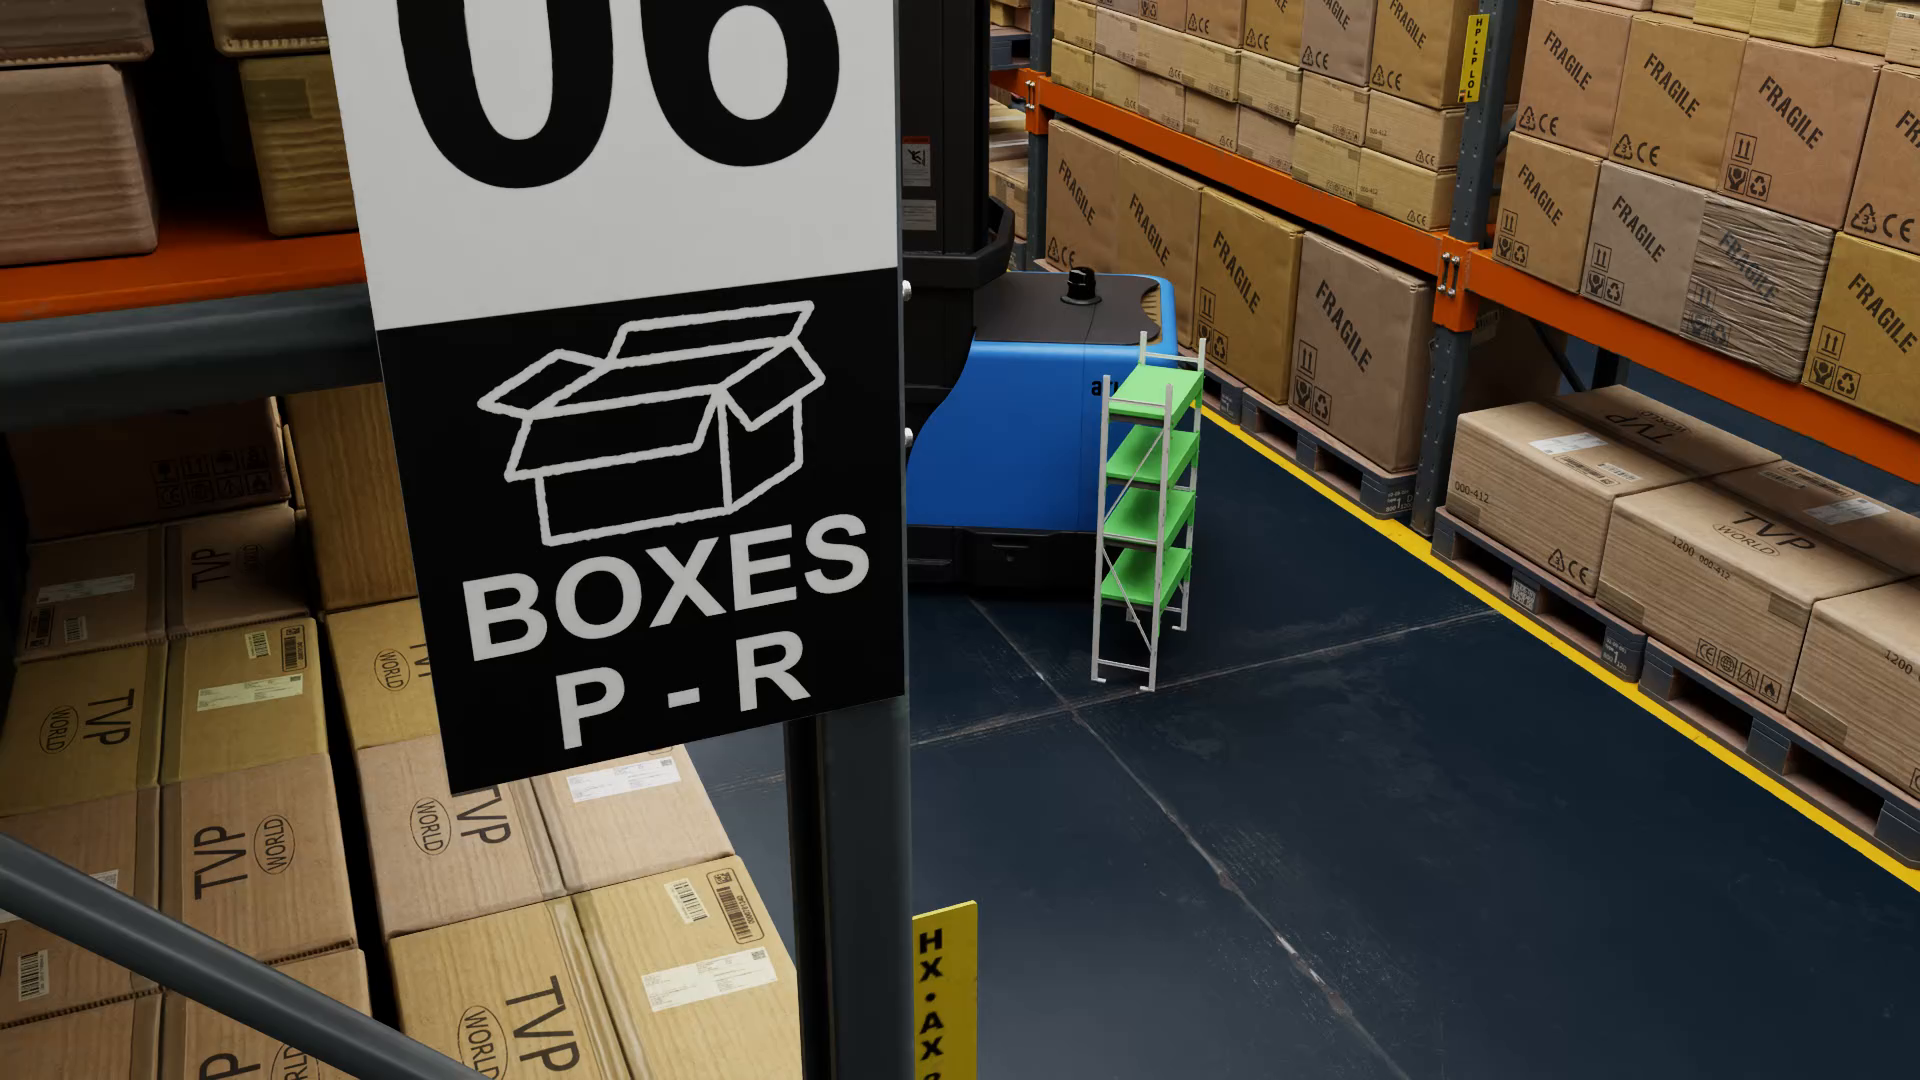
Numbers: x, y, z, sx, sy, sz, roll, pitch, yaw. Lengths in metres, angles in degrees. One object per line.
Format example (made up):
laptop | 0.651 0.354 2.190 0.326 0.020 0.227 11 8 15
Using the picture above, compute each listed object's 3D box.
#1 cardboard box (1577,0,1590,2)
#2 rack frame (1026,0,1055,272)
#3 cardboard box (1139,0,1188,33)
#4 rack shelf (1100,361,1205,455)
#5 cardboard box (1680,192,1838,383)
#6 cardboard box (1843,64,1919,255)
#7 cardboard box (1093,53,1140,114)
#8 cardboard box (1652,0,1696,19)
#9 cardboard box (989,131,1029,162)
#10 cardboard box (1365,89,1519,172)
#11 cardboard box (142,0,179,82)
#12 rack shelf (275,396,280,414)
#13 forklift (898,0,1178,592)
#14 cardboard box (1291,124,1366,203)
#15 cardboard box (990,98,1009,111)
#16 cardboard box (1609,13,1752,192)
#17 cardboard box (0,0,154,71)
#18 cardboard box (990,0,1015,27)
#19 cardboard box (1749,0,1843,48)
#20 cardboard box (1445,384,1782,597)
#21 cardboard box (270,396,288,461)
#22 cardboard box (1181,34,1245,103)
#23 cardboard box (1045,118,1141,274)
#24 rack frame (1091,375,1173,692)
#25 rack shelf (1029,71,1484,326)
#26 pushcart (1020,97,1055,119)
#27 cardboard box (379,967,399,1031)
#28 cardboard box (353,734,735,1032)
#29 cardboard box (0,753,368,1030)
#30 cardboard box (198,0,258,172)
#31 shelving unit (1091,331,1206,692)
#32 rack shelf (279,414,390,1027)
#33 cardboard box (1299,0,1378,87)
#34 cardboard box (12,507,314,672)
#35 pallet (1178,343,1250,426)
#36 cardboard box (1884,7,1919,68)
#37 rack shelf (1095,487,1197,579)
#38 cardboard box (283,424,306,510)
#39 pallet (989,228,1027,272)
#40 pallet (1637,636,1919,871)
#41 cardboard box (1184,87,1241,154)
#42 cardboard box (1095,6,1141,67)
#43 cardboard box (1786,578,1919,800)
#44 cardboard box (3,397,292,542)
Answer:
cardboard box | 2.356 -2.074 6.086 0.380 0.149 0.250 -11 28 -21
rack frame | 0.905 -3.075 10.130 1.000 3.000 0.127 -11 28 -21
cardboard box | 1.264 -2.918 8.555 0.500 0.500 0.500 -10 28 -19
rack shelf | 0.688 -0.476 5.910 0.258 0.148 0.480 9 28 18
cardboard box | 2.796 -0.865 5.489 0.500 0.500 0.500 -10 28 -20
cardboard box | 3.012 -1.103 4.837 0.500 0.500 0.500 -11 28 -21
cardboard box | 1.082 -2.563 9.251 0.500 0.250 0.500 -11 28 -22
cardboard box | 2.610 -1.877 5.683 0.380 0.149 0.250 -11 28 -21
cardboard box | 0.396 -2.609 11.692 0.950 0.372 0.625 -11 28 -22
cardboard box | 2.075 -1.754 7.024 0.500 0.250 0.500 -11 28 -21
cardboard box | -1.162 -0.633 1.995 0.380 0.149 0.250 -12 28 -22
rack shelf | -2.878 -1.090 6.884 1.077 0.370 4.000 -11 28 -21
forklift | -0.621 -1.343 6.661 3.031 2.935 1.130 2 26 5
cardboard box | 1.865 -1.737 7.559 0.500 0.250 0.500 -11 28 -21
cardboard box | -0.169 -3.197 12.895 0.950 0.372 0.625 -9 27 -17
cardboard box | 2.627 -1.516 5.682 0.500 0.500 0.500 -11 28 -21
cardboard box | -0.953 -0.538 1.347 0.500 0.250 0.500 -11 28 -22
cardboard box | 0.388 -3.339 10.477 0.380 0.149 0.250 -10 28 -20
cardboard box | 2.728 -1.654 5.227 0.380 0.149 0.250 -11 28 -22
cardboard box | 2.618 -0.226 6.735 0.875 0.438 0.875 -11 28 -21
cardboard box | -1.946 -0.225 4.123 0.500 0.250 0.500 -11 28 -21
cardboard box | 1.448 -2.366 8.279 0.500 0.250 0.500 -10 28 -20
cardboard box | 1.099 -2.016 9.903 0.875 0.875 0.875 -11 28 -21
rack frame | 0.602 -0.002 5.887 0.240 1.200 0.015 9 28 18
rack shelf | 1.688 -1.945 8.634 1.077 0.370 4.000 -11 28 -21
pushcart | 1.417 -3.924 14.856 1.648 0.377 0.936 -22 34 -38
cardboard box | -0.681 0.747 2.588 0.380 0.149 0.250 -11 28 -21
cardboard box | -0.656 0.510 2.619 0.500 0.250 0.500 -10 28 -20
cardboard box | -1.153 0.594 2.446 0.500 0.250 0.500 -10 28 -20
cardboard box | -0.566 -0.496 1.715 0.380 0.149 0.250 -10 28 -20
shelving unit | 0.688 -0.102 6.092 0.258 1.200 0.503 9 28 18
rack shelf | -1.311 0.525 3.577 1.077 0.370 4.000 -11 28 -21
cardboard box | 1.856 -2.299 7.287 0.500 0.500 0.500 -10 28 -20
cardboard box | -1.547 0.182 3.290 0.500 0.250 0.500 -11 28 -21
pallet | 1.618 -0.999 9.056 1.003 0.211 1.213 -11 28 -21
cardboard box | 2.935 -1.456 4.820 0.380 0.149 0.250 -10 28 -20
rack shelf | 0.688 -0.045 6.120 0.258 0.148 0.480 9 28 18
cardboard box | -1.278 -0.105 3.879 0.500 0.250 0.500 -11 28 -21
pallet | 0.600 -2.138 11.388 1.003 0.211 1.213 -11 28 -21
pallet | 3.179 0.606 5.768 1.003 0.211 1.213 -11 28 -21
cardboard box | 1.479 -2.151 8.408 0.500 0.250 0.500 -11 28 -21
cardboard box | 1.077 -2.777 9.119 0.500 0.250 0.500 -10 28 -19
cardboard box | 3.321 0.500 5.249 0.875 0.438 0.875 -10 28 -19
cardboard box | -1.756 -0.362 3.551 0.500 0.500 0.500 -11 28 -22
